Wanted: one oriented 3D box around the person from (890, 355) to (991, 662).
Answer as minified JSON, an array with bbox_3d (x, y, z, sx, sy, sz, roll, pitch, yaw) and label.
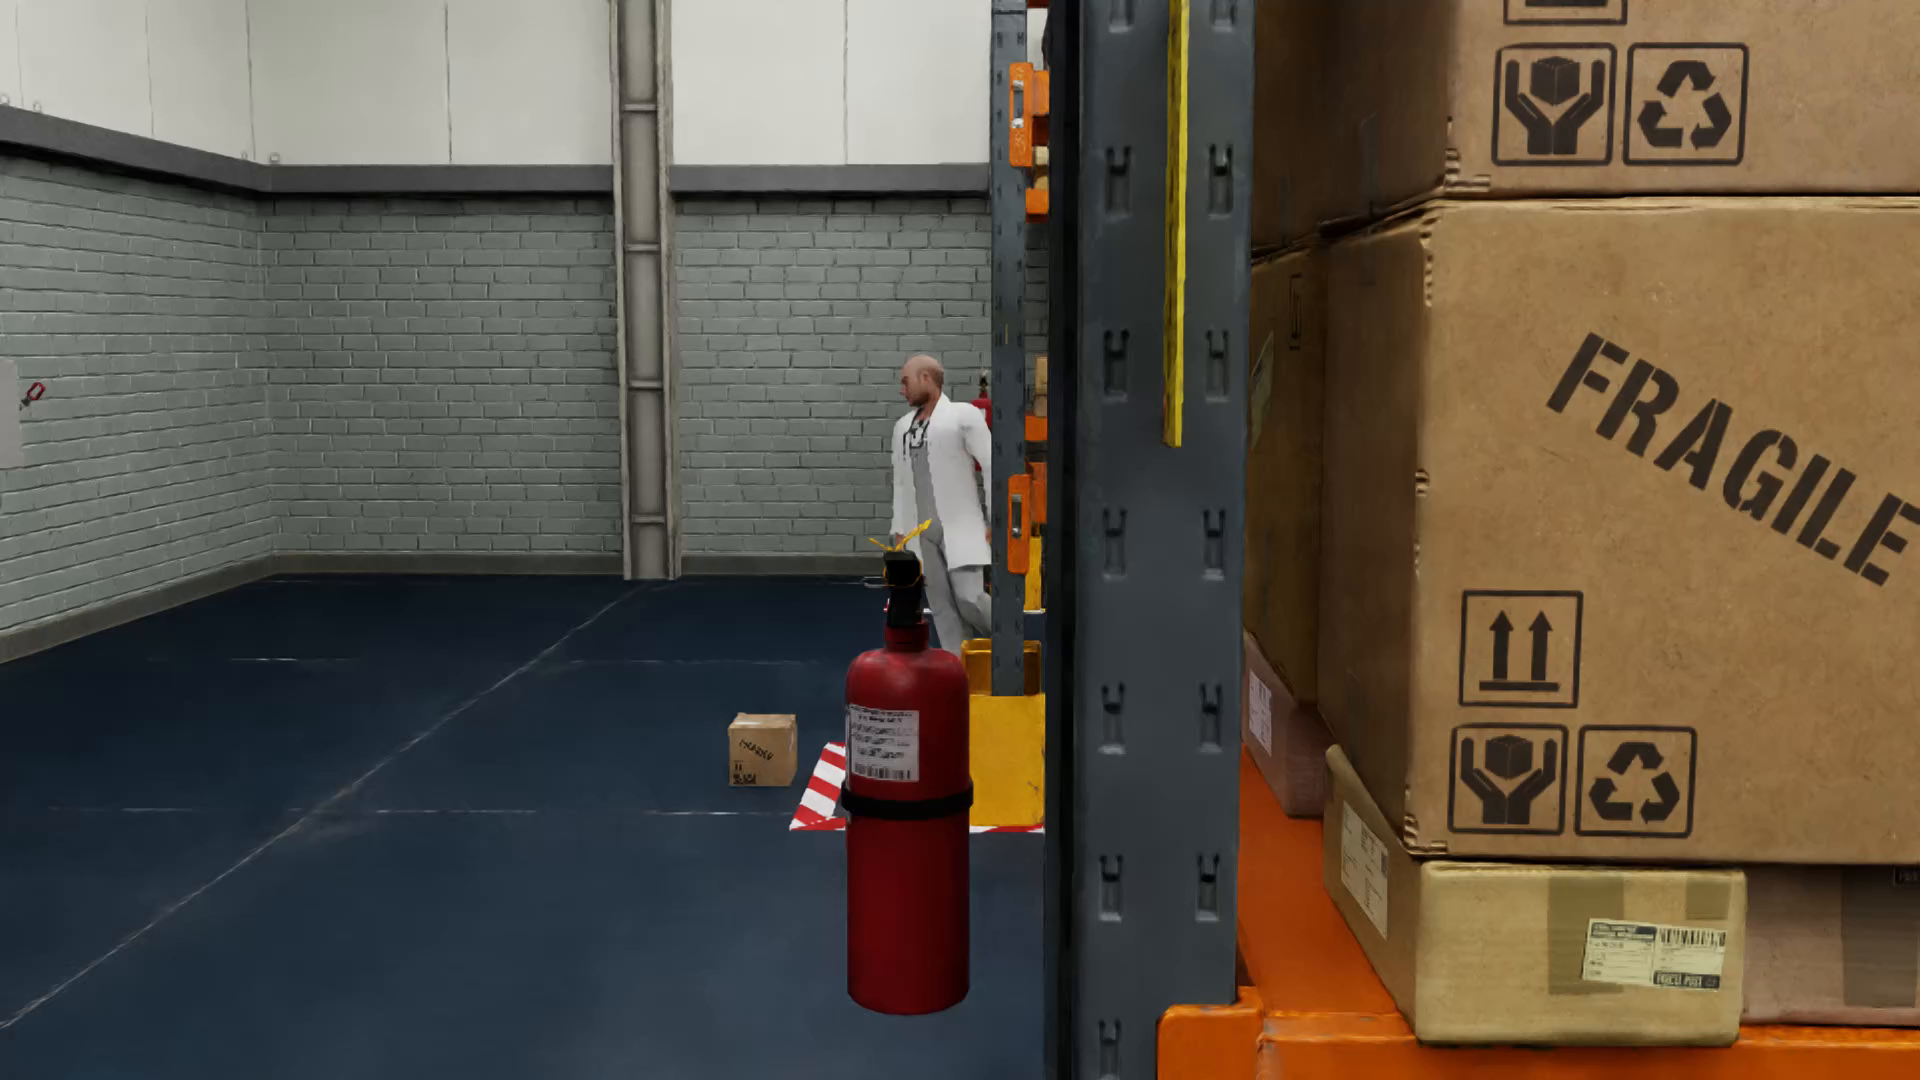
[{"bbox_3d":[-0.047,0.003,8.208,0.690,1.656,0.678,4,8,28],"label":"person"}]
